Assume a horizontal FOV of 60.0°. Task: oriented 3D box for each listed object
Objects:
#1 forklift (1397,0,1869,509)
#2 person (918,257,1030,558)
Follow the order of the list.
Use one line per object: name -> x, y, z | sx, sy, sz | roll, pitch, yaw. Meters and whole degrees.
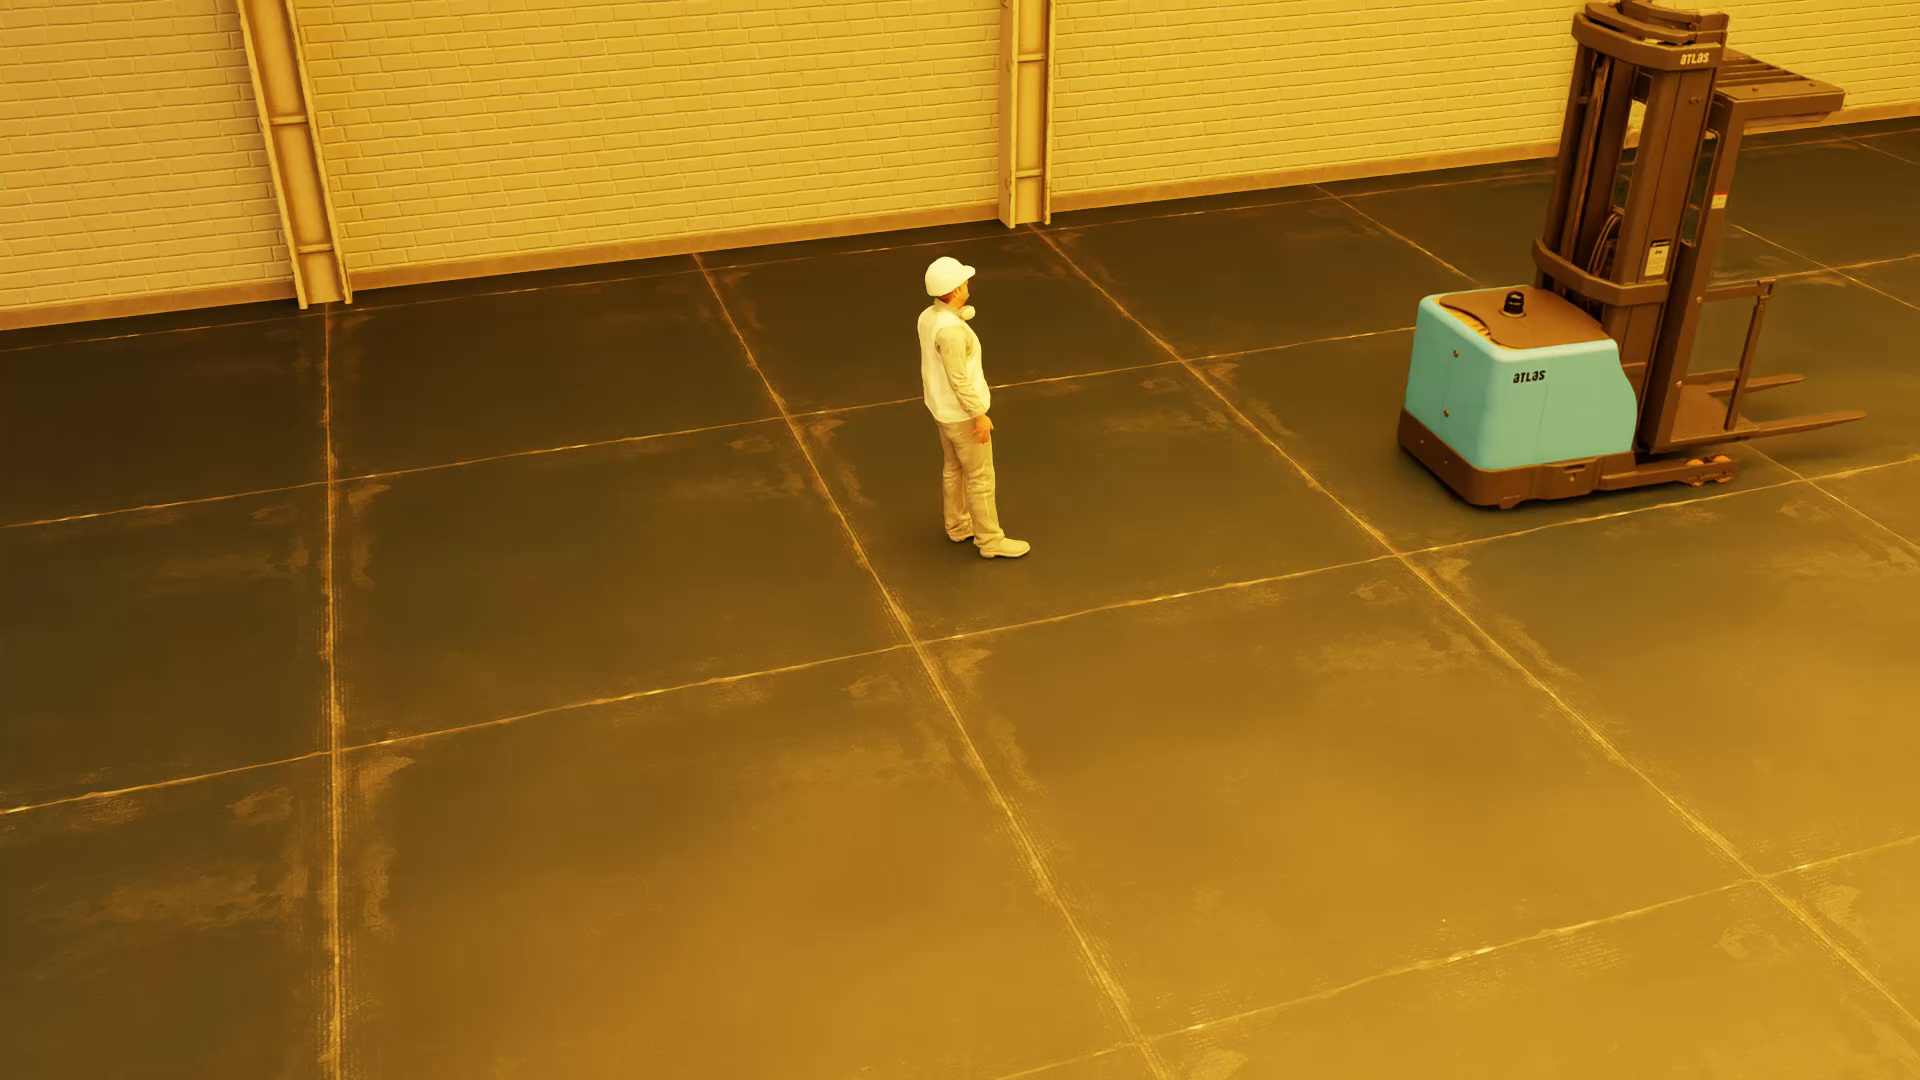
forklift -> 4.478, -1.861, 10.322 | 3.031, 2.935, 1.130 | -8, 31, -14
person -> 0.061, -0.781, 9.590 | 0.568, 1.773, 0.632 | -10, 31, -16
